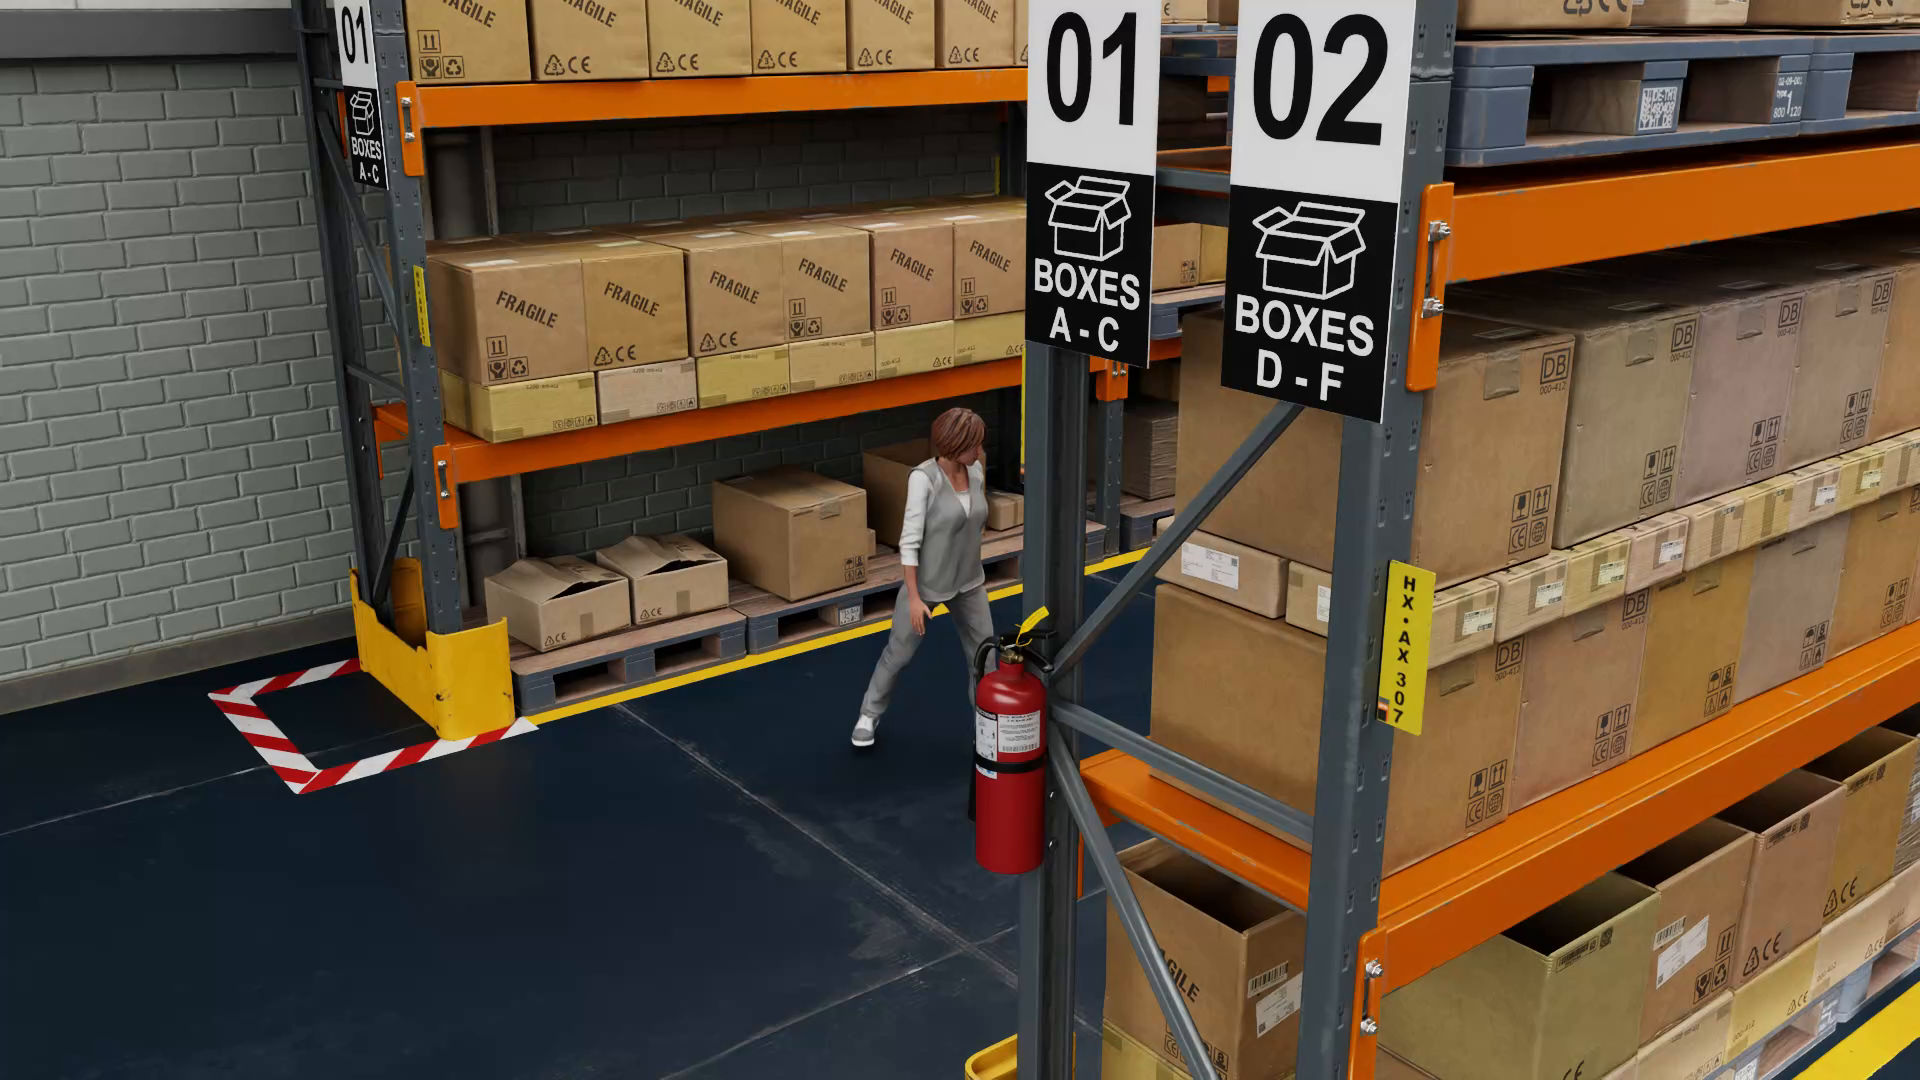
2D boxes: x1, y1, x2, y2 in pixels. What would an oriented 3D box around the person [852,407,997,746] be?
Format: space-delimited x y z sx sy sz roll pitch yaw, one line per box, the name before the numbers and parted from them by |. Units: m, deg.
person | -0.099 0.204 6.952 0.549 1.546 0.844 -11 21 -31
